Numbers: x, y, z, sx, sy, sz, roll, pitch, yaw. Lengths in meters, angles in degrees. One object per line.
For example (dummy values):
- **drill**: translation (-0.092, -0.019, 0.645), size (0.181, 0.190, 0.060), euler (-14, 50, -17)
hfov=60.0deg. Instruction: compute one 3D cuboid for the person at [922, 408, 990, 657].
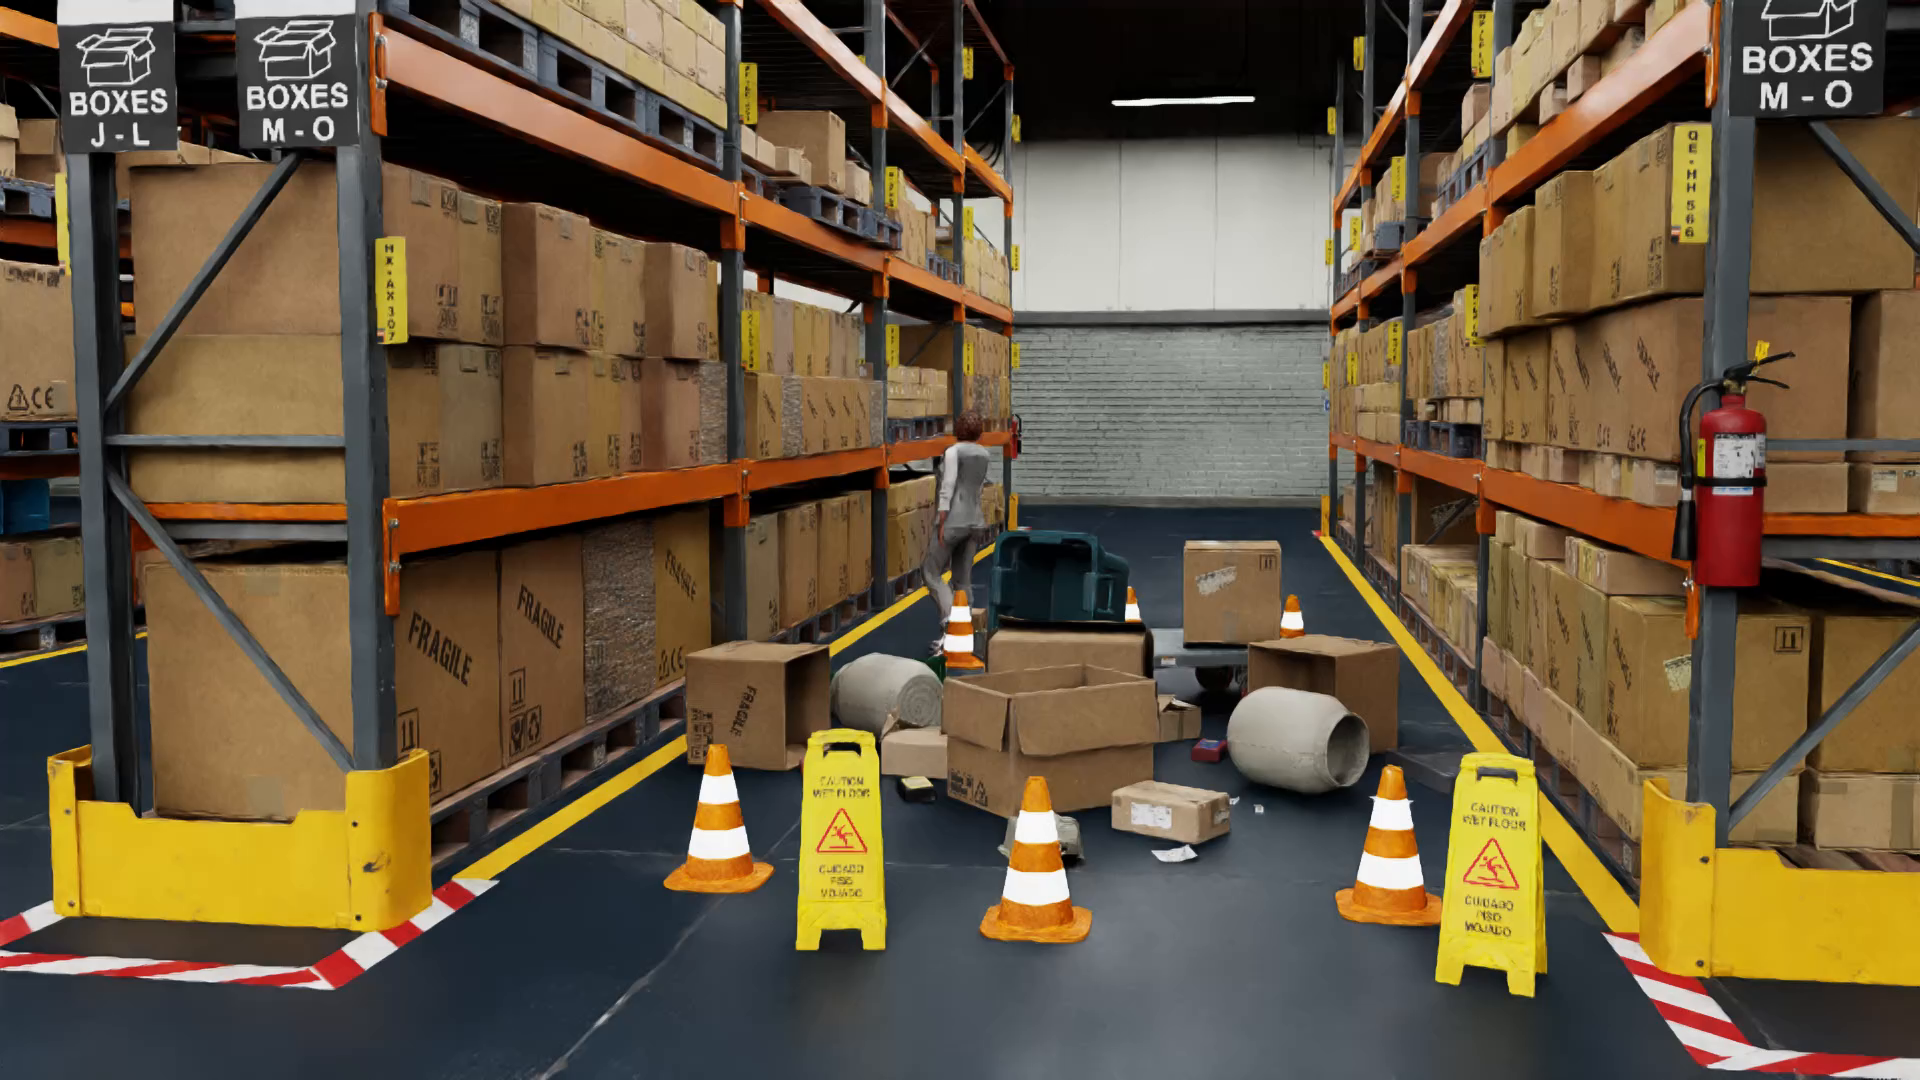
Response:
- **person**: translation (-0.030, -0.051, 10.789), size (0.390, 1.586, 0.508), euler (4, 6, 42)
